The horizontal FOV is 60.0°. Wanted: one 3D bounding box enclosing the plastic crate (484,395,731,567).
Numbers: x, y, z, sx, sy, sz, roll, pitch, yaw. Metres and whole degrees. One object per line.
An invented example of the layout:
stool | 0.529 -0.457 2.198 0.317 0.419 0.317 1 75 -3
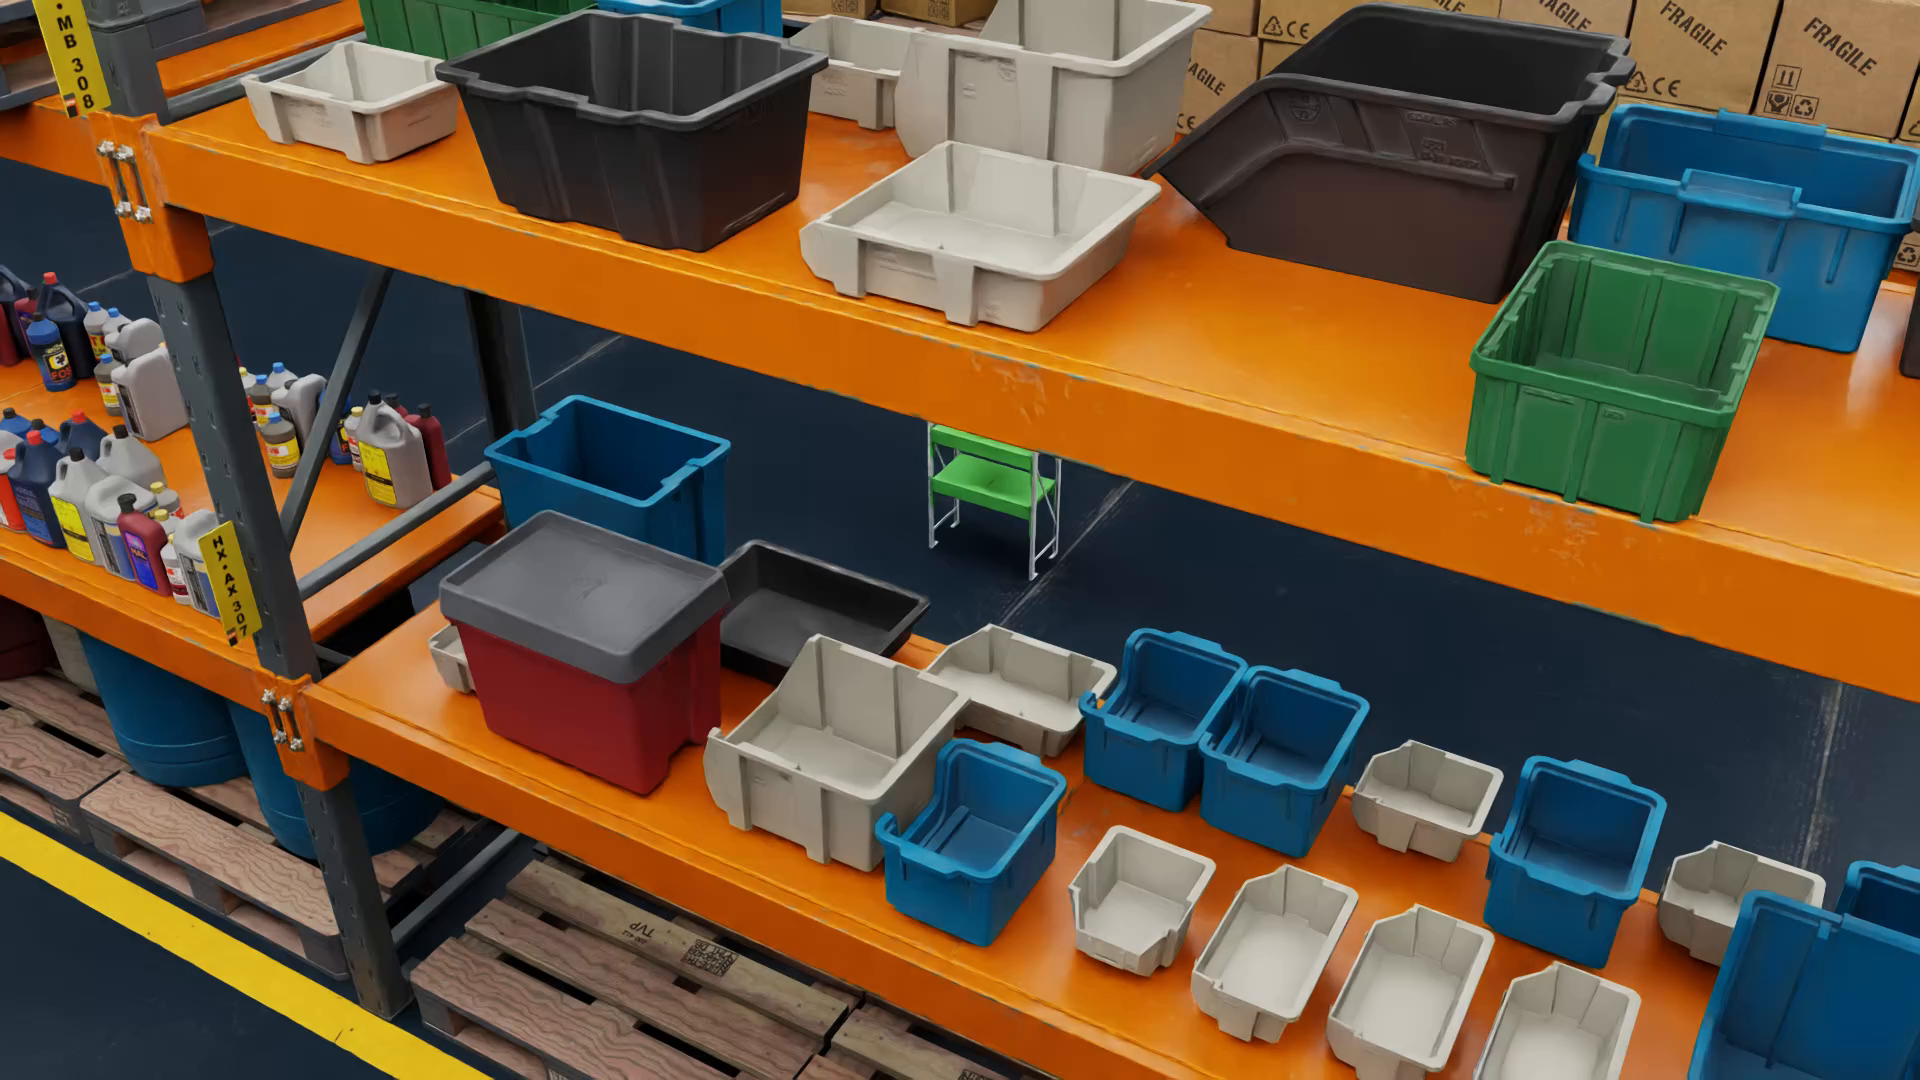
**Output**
plastic crate | -0.961 -0.092 4.642 0.575 0.384 0.392 18 37 24

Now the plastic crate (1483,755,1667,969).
plastic crate | 1.315 0.699 3.591 0.300 0.233 0.416 18 37 24

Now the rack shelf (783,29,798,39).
rack shelf | -0.811 -2.671 9.204 4.000 0.370 1.077 18 37 24

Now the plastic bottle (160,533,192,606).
plastic bottle | -2.152 0.073 4.613 0.097 0.201 0.097 0 34 0

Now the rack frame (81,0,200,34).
rack frame | -1.536 -2.535 2.938 0.127 3.000 1.000 18 37 24

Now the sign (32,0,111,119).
sign | -1.810 -1.026 3.370 0.005 0.325 0.100 18 37 24

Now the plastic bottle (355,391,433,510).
plastic bottle | -1.715 -0.282 5.011 0.185 0.351 0.144 18 37 24

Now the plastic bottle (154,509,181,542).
plastic bottle | -2.238 0.007 4.712 0.097 0.201 0.097 0 34 0

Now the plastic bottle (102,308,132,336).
plastic bottle | -2.841 -0.659 5.649 0.097 0.271 0.097 0 34 0

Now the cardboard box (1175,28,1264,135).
cardboard box | 1.233 -2.191 7.744 0.500 0.500 0.500 19 38 26

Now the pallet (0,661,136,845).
pallet | -3.248 0.555 6.226 1.213 0.211 1.003 18 37 24

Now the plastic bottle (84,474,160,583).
plastic bottle | -2.355 -0.040 4.715 0.135 0.276 0.152 18 37 24

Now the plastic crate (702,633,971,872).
plastic crate | -0.301 0.495 3.853 0.530 0.282 0.437 18 37 24

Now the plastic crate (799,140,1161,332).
plastic crate | 0.020 -0.526 2.865 0.530 0.136 0.437 18 37 24

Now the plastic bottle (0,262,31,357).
plastic bottle | -3.336 -0.834 5.840 0.185 0.351 0.144 18 37 24

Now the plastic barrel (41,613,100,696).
plastic barrel | -3.060 0.272 6.001 0.421 0.512 0.421 0 34 0

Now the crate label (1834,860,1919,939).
crate label | 1.886 0.880 3.319 0.303 0.233 0.416 18 37 24

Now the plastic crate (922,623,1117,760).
plastic crate | 0.125 0.381 4.156 0.466 0.136 0.293 18 37 24

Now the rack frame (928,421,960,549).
rack frame | -0.068 -0.521 6.950 0.015 1.200 0.240 18 37 24

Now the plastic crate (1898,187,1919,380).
plastic crate | 1.741 -0.372 2.514 0.590 0.269 0.497 18 37 24

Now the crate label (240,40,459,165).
crate label | -1.254 -0.903 3.432 0.466 0.136 0.293 18 37 24

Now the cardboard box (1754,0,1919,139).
cardboard box | 3.436 -1.907 6.415 0.500 0.500 0.500 19 38 26

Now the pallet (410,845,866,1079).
pallet | -0.878 1.306 5.098 1.213 0.211 1.003 18 37 24

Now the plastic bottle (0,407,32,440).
plastic bottle | -2.864 -0.279 5.078 0.097 0.271 0.097 0 34 0

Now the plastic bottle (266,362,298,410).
plastic bottle | -2.153 -0.441 5.322 0.097 0.271 0.097 0 34 0

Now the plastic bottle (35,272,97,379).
plastic bottle | -3.059 -0.746 5.709 0.185 0.351 0.144 18 37 24

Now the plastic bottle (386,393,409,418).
plastic bottle | -1.758 -0.332 5.148 0.133 0.283 0.061 18 37 24

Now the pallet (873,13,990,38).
pallet | 0.286 -2.613 8.641 1.213 0.211 1.003 18 37 24

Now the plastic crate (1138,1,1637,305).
plastic crate | 0.747 -0.713 2.964 0.767 0.338 0.504 18 37 24

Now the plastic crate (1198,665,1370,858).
plastic crate | 0.743 0.518 3.862 0.300 0.233 0.416 18 37 24

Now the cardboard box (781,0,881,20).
cardboard box | -0.639 -3.093 8.720 0.500 0.500 0.700 8 35 12

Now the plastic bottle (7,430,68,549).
plastic bottle | -2.656 -0.164 4.834 0.185 0.351 0.144 18 37 24

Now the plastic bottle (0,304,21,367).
plastic bottle | -3.364 -0.749 5.774 0.133 0.283 0.061 18 37 24

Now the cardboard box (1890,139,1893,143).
cardboard box | 3.693 -1.751 7.082 0.500 0.500 0.500 17 37 24

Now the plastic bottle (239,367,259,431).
plastic bottle | -2.322 -0.465 5.422 0.097 0.201 0.097 0 34 0

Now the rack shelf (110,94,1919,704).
rack shelf | 0.201 -0.437 3.143 4.000 0.370 1.077 18 37 24

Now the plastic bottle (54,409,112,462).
plastic bottle | -2.585 -0.233 4.938 0.185 0.351 0.144 18 37 24

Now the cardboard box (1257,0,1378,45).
cardboard box | 1.643 -2.472 7.264 0.500 0.500 0.500 16 37 23

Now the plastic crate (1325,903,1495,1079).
plastic crate | 0.895 0.923 3.342 0.243 0.136 0.396 18 37 24

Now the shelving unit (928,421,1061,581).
shelving unit | 0.144 -0.454 6.849 0.503 1.200 0.258 18 37 24

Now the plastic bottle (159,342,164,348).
plastic bottle | -2.639 -0.566 5.573 0.097 0.201 0.097 0 34 0

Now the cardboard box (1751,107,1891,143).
cardboard box | 3.422 -1.496 6.699 0.500 0.500 0.500 18 38 25

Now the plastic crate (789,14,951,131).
plastic crate | -0.242 -1.010 3.592 0.466 0.136 0.293 18 37 24

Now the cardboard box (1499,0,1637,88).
cardboard box | 2.538 -2.189 6.838 0.500 0.500 0.500 19 38 26

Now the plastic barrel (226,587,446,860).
plastic barrel | -1.999 0.503 5.303 0.708 0.901 0.600 18 37 24

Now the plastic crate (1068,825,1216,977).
plastic crate | 0.375 0.786 3.548 0.250 0.136 0.298 18 37 24

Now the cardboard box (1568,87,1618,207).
cardboard box | 2.554 -1.774 7.118 0.500 0.500 0.500 17 37 24

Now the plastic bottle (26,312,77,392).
plastic bottle | -3.081 -0.643 5.625 0.097 0.271 0.097 0 34 0

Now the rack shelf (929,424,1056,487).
rack shelf | 0.144 -0.401 6.884 0.480 0.148 0.258 18 37 24

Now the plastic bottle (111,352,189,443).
plastic bottle | -2.628 -0.479 5.374 0.135 0.276 0.152 18 37 24

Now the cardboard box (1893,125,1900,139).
cardboard box | 6.196 -2.984 10.902 0.500 0.500 0.700 18 37 24

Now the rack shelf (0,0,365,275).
rack shelf | -3.272 -1.537 4.795 4.000 0.370 1.077 18 37 24

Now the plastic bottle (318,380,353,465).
plastic bottle | -1.952 -0.377 5.226 0.097 0.271 0.097 0 34 0

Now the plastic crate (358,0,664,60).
plastic crate | -1.018 -1.227 3.872 0.662 0.188 0.450 18 37 24

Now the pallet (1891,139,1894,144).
pallet | 6.120 -2.727 11.155 1.213 0.211 1.003 18 37 24

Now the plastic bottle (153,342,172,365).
plastic bottle | -2.552 -0.552 5.484 0.135 0.276 0.152 18 37 24
